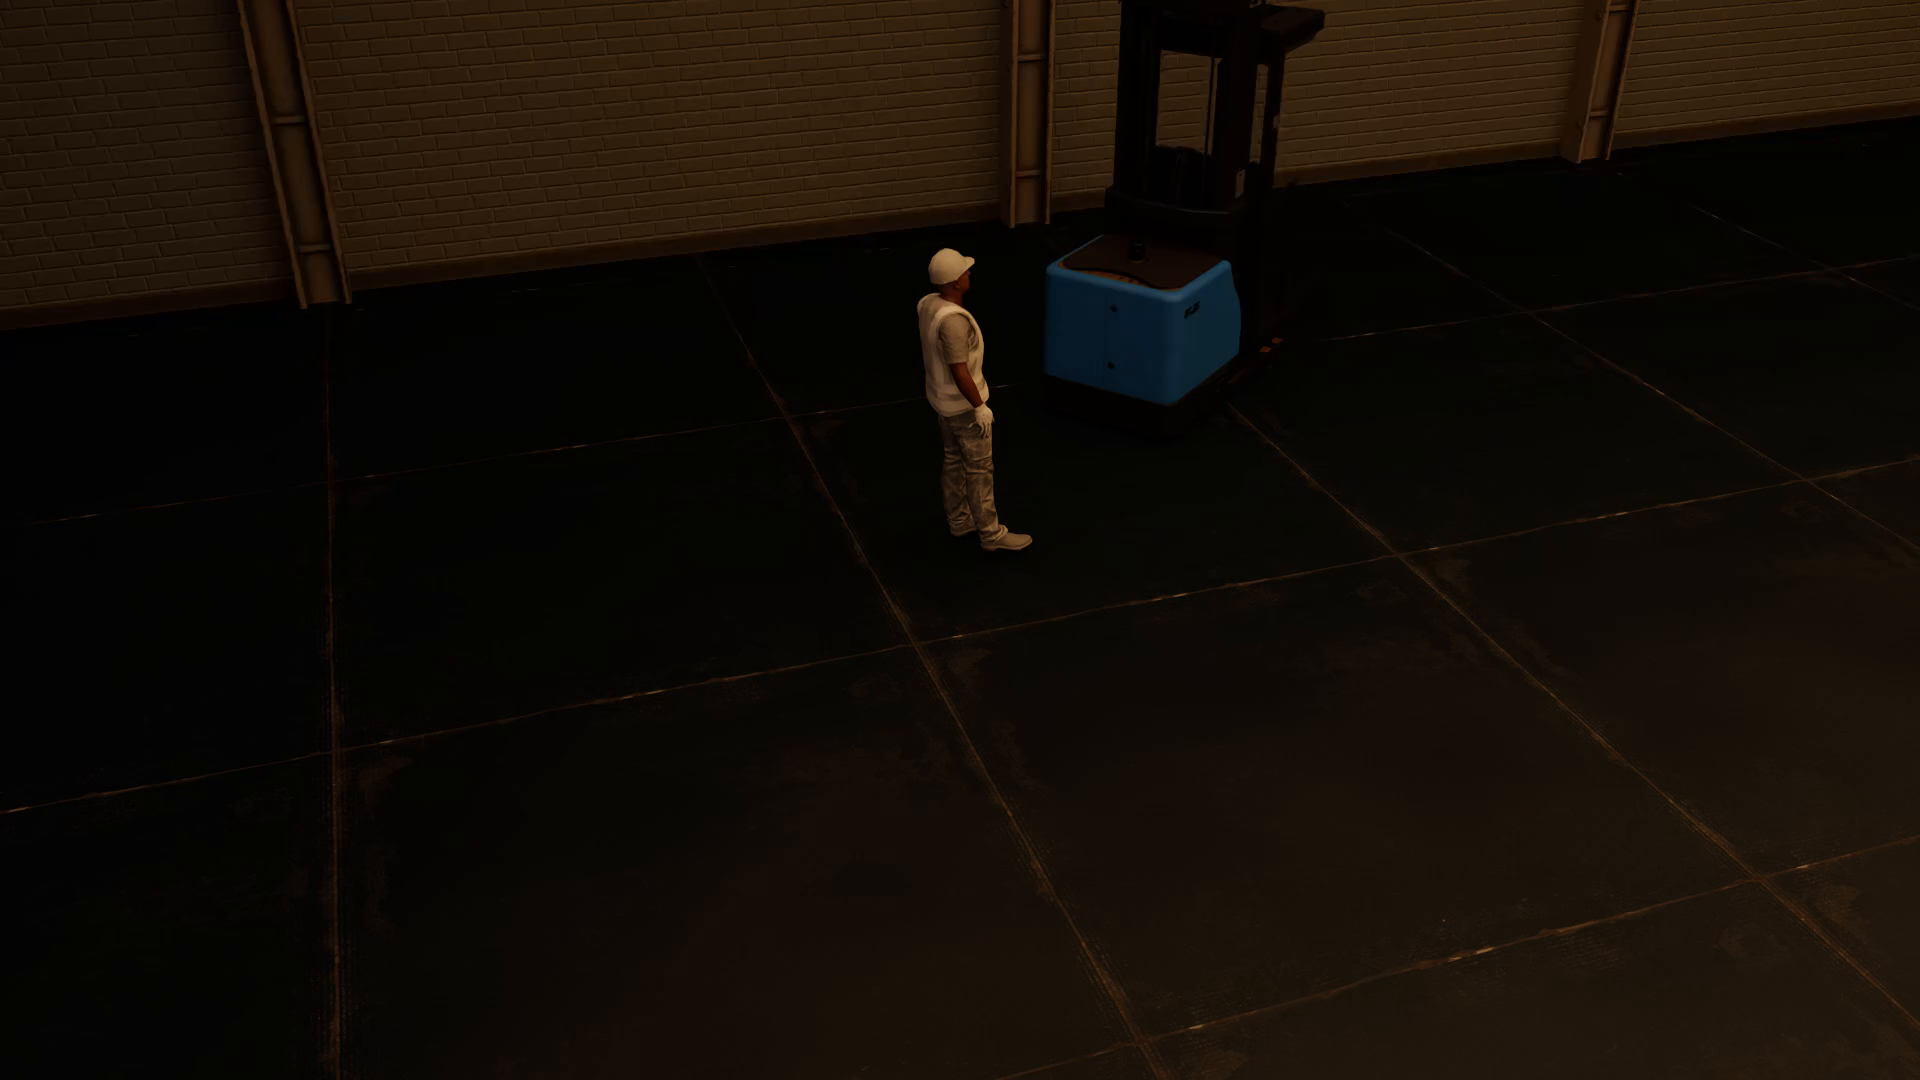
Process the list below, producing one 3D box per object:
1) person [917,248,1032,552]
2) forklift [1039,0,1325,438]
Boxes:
[{"bbox_3d":[0.071,-0.821,9.572,0.575,1.784,0.656,-10,31,-16],"label":"person"},{"bbox_3d":[1.779,-2.641,11.677,1.130,2.935,3.031,18,35,28],"label":"forklift"}]
